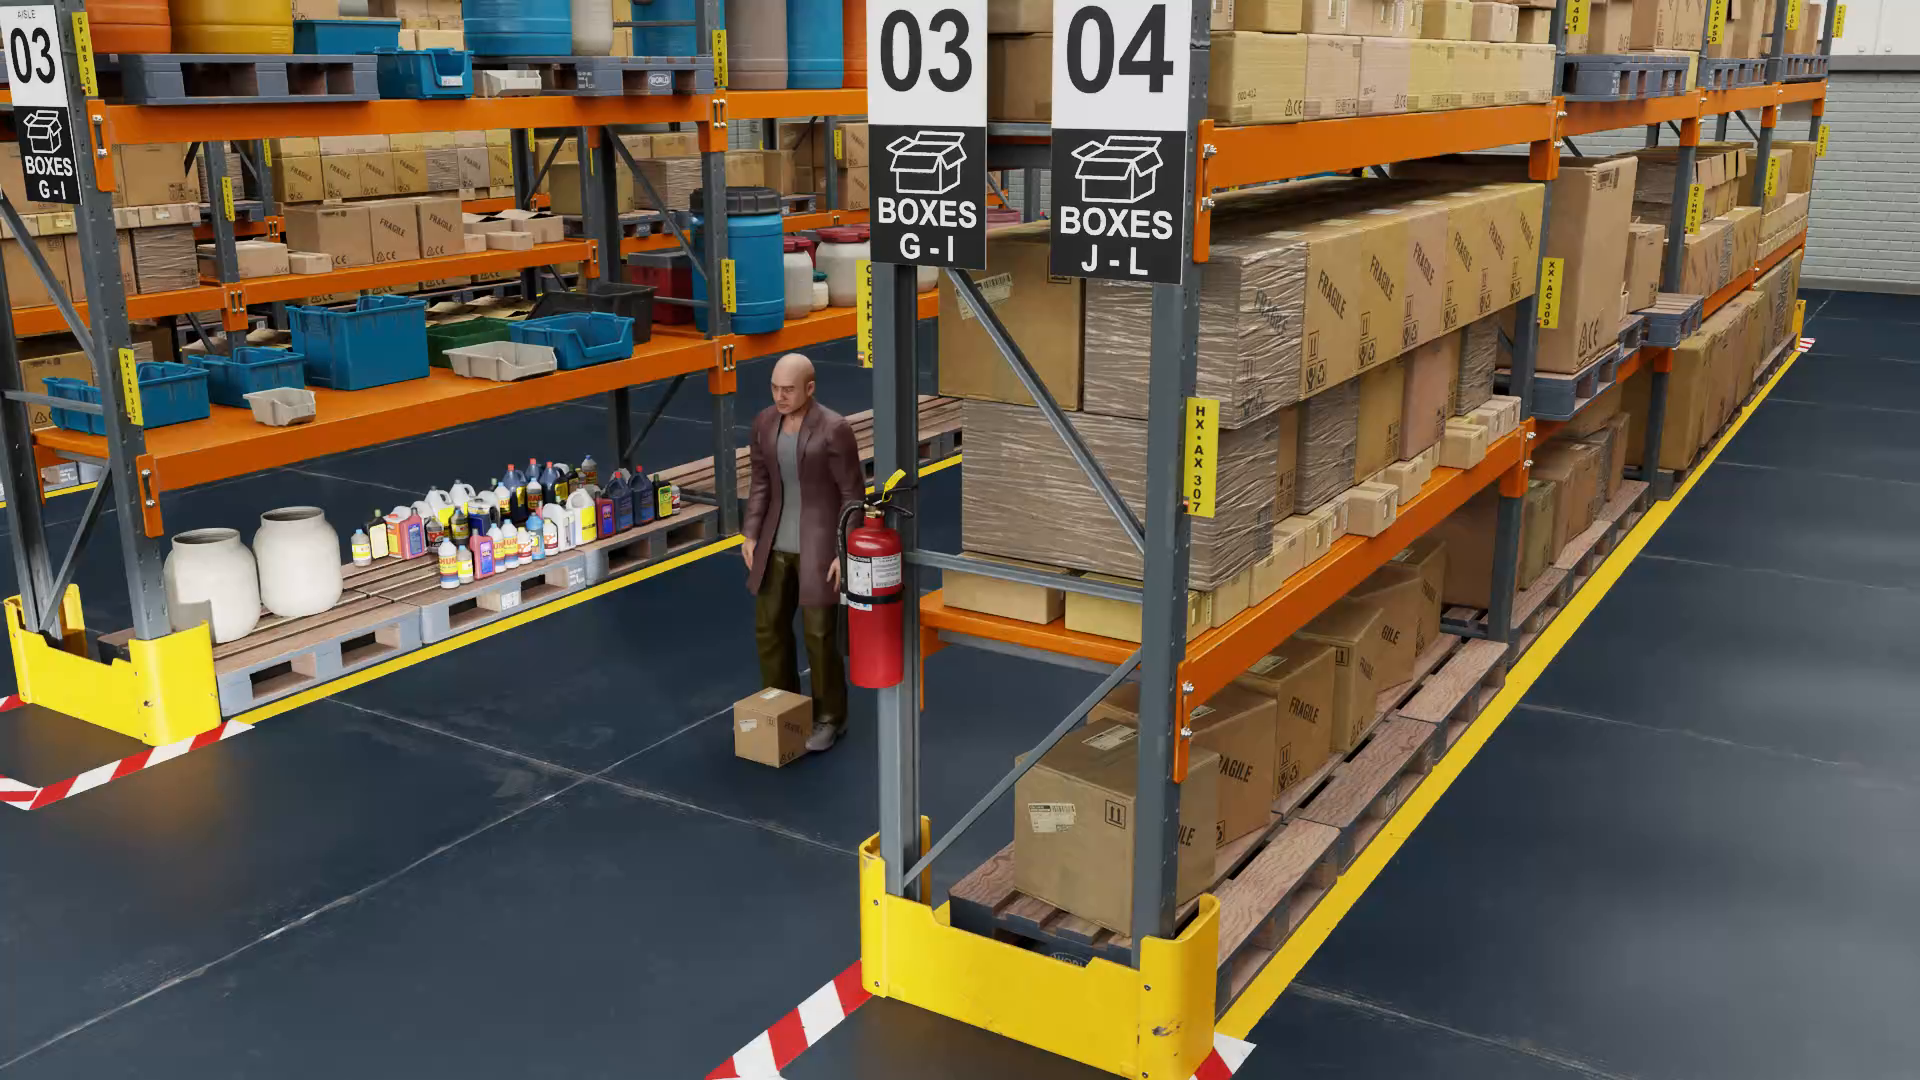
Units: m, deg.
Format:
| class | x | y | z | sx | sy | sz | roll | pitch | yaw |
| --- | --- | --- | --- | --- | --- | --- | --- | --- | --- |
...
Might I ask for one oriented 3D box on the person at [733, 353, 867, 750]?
| class | x | y | z | sx | sy | sz | roll | pitch | yaw |
| --- | --- | --- | --- | --- | --- | --- | --- | --- | --- |
| person | -0.712 | 0.039 | 7.422 | 0.640 | 1.773 | 0.426 | 9 | 18 | 30 |
